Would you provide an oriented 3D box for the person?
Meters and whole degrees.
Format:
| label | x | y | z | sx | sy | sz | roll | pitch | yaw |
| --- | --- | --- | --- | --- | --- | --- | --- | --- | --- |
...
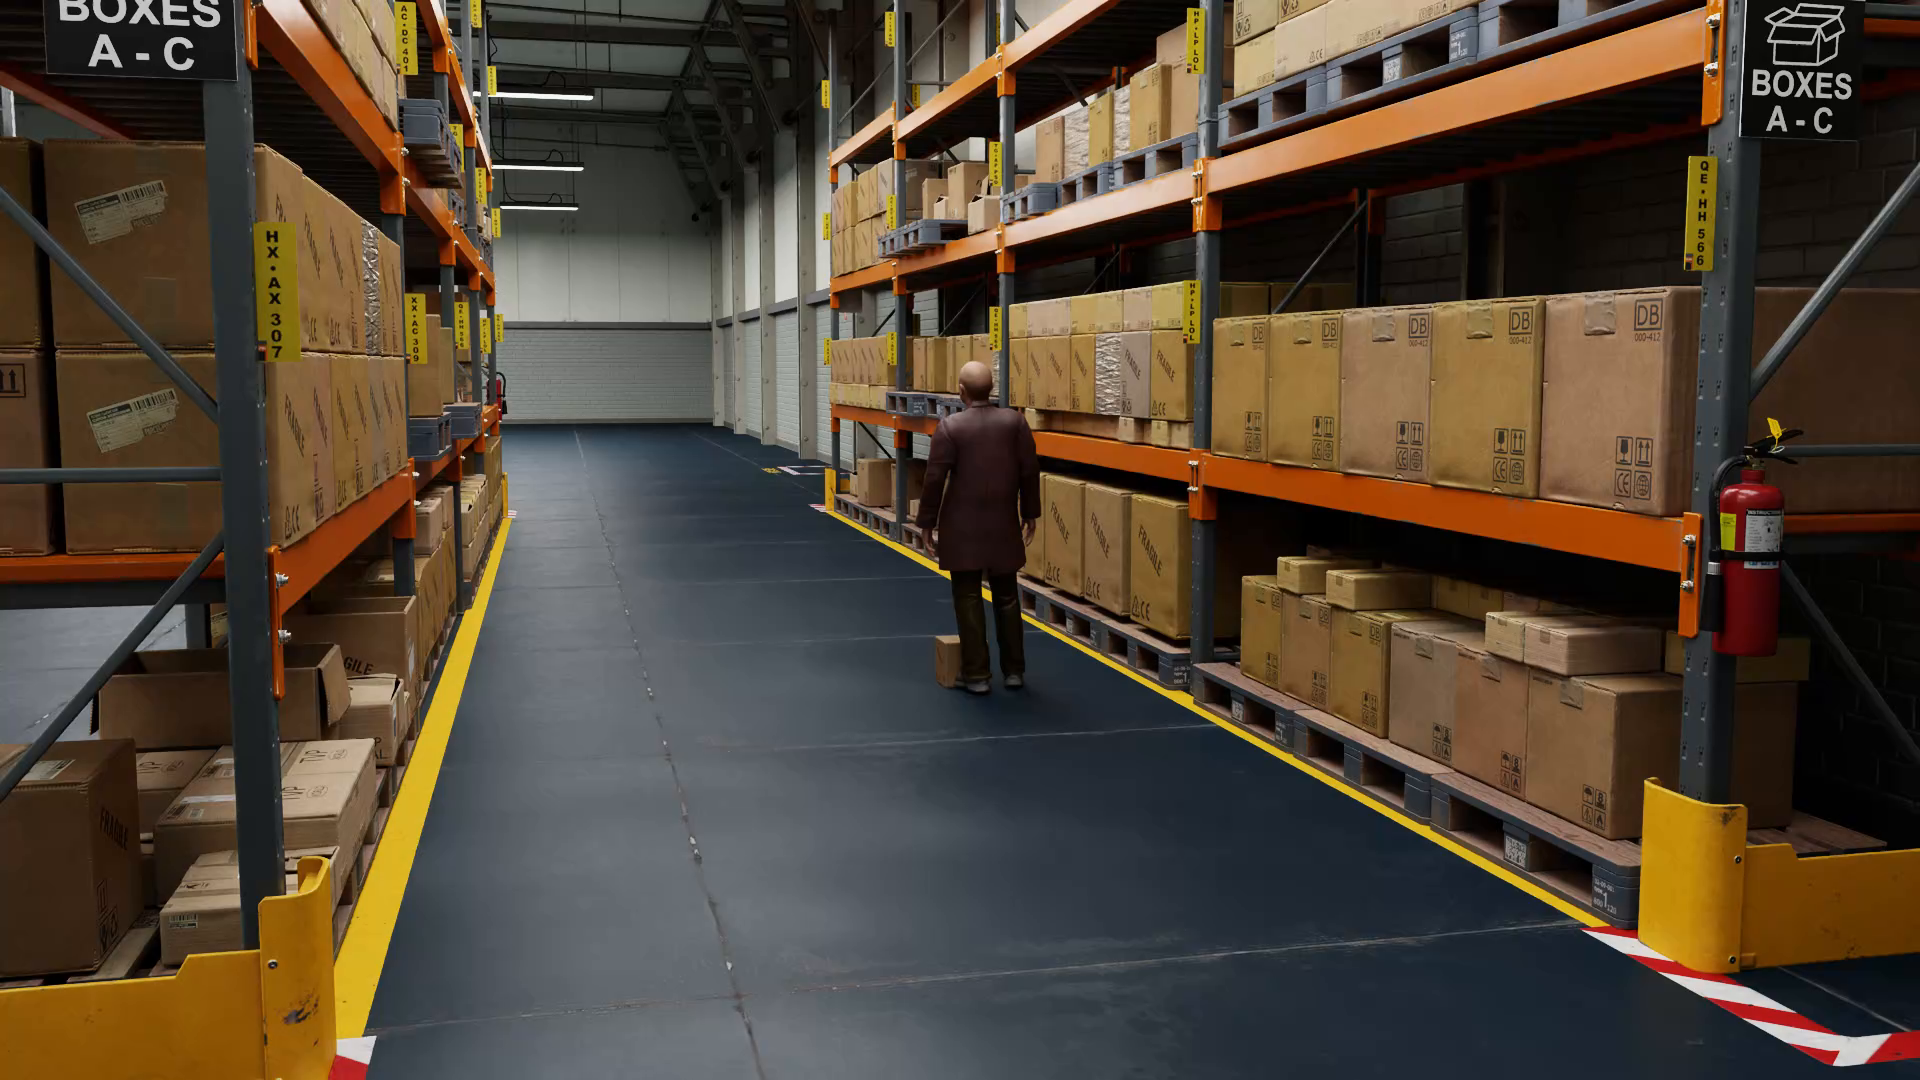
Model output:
| label | x | y | z | sx | sy | sz | roll | pitch | yaw |
| --- | --- | --- | --- | --- | --- | --- | --- | --- | --- |
| person | 0.085 | -0.076 | 9.017 | 0.697 | 1.776 | 0.582 | -1 | 6 | -13 |
